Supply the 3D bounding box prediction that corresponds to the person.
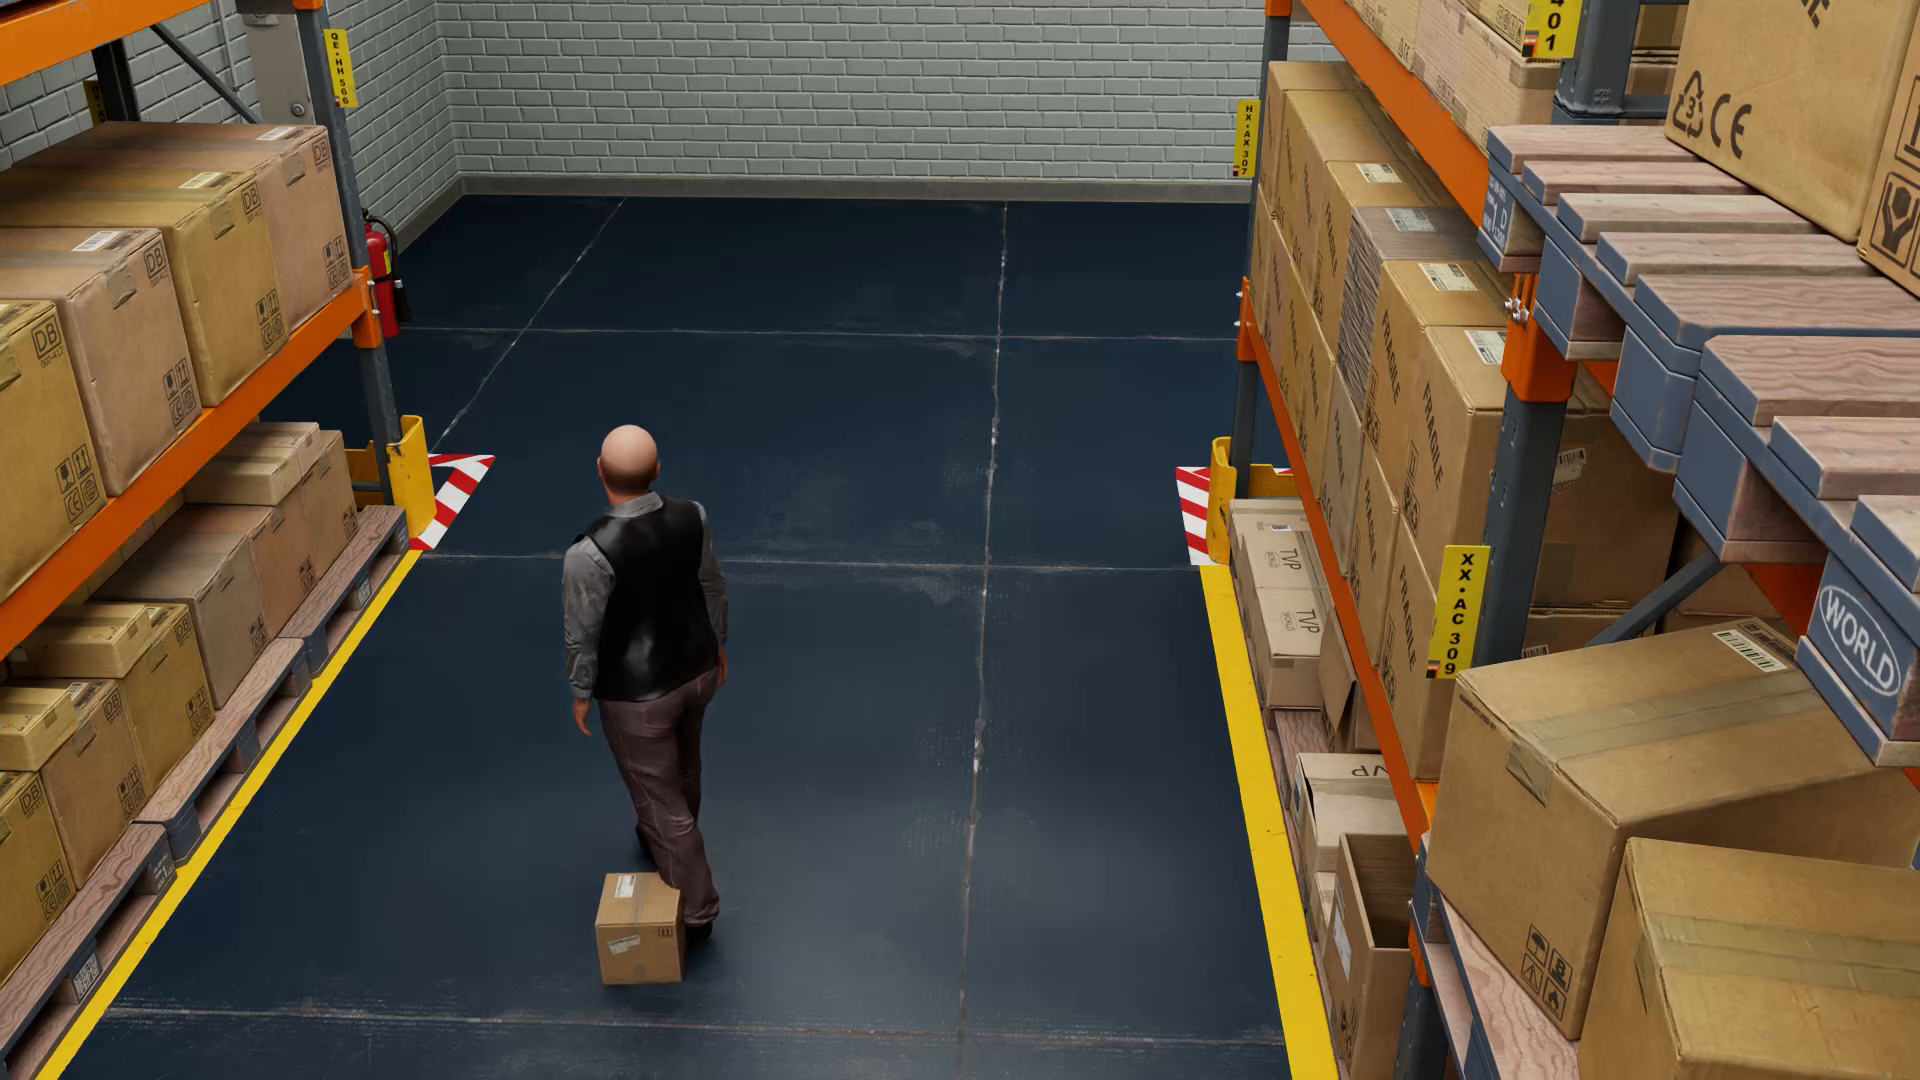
[{"bbox_3d":[-0.991,0.439,5.286,0.609,1.721,0.585,19,33,32],"label":"person"}]
